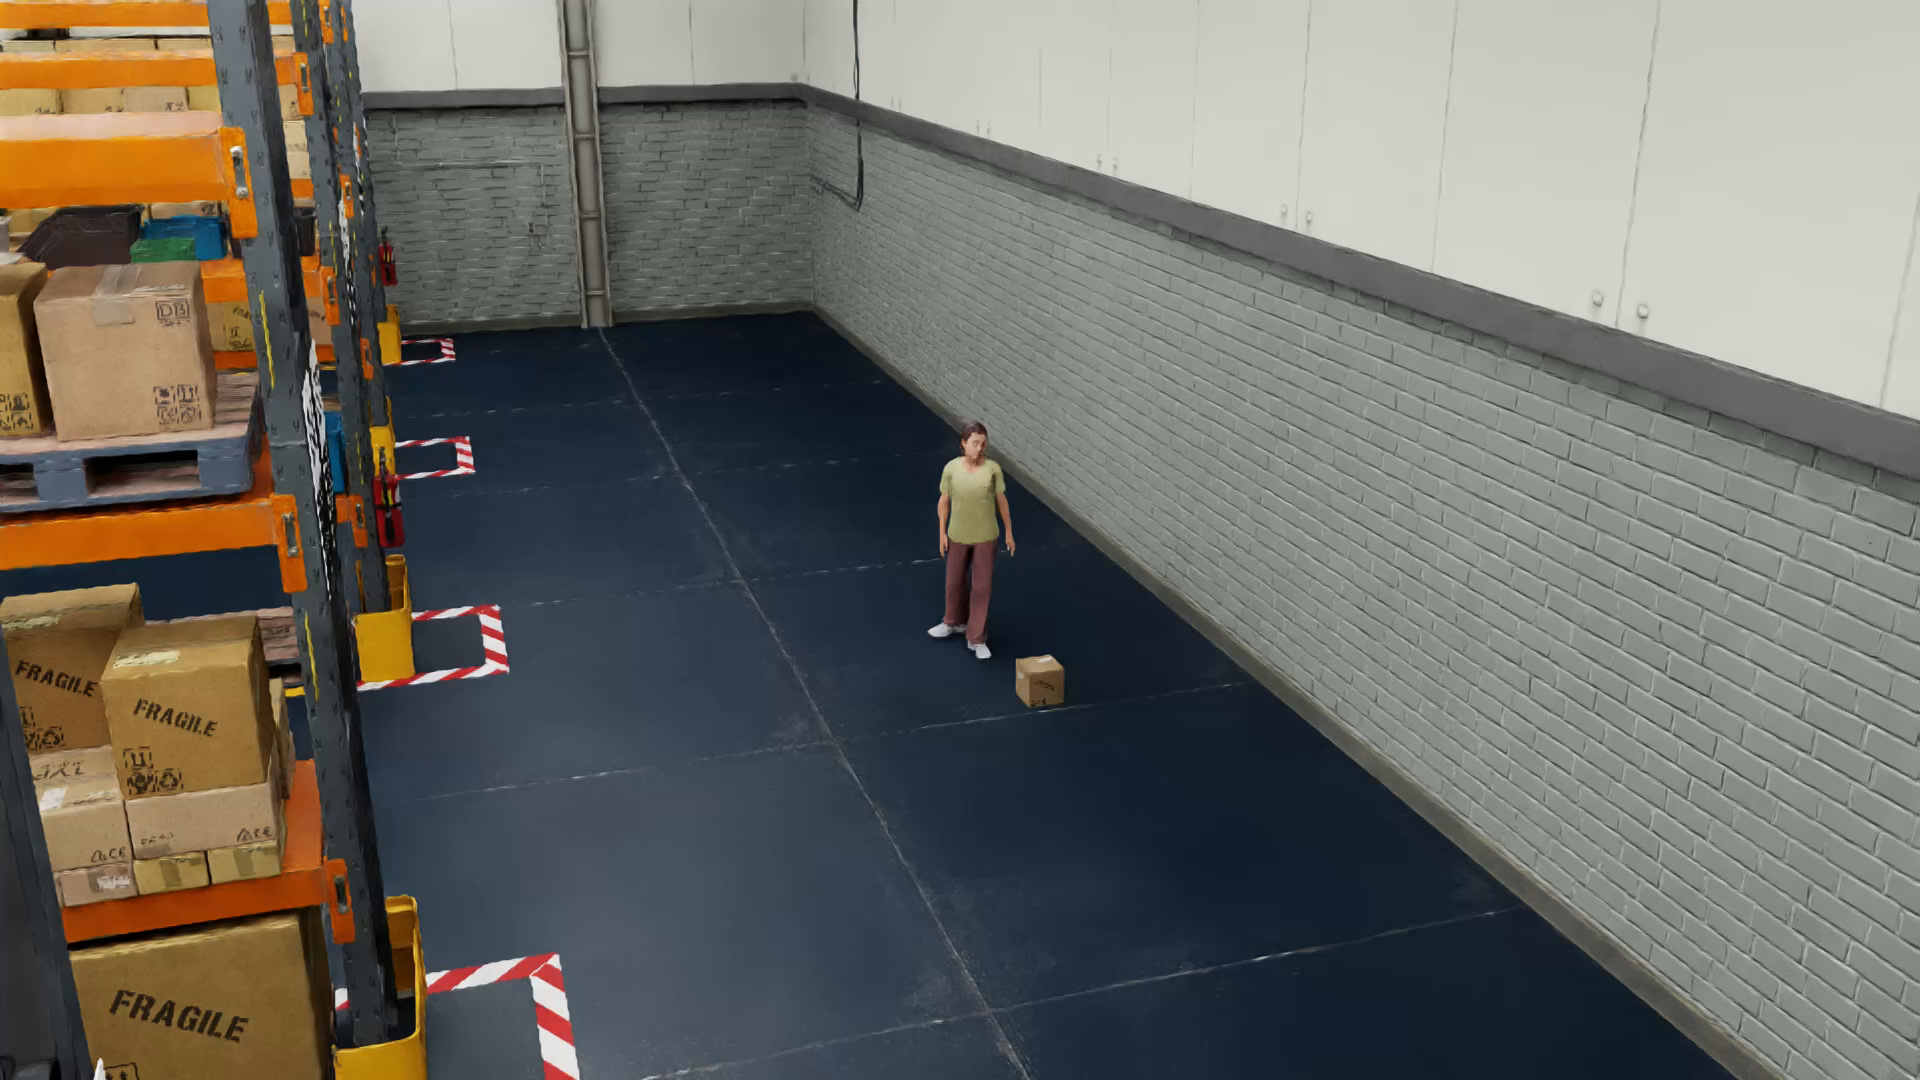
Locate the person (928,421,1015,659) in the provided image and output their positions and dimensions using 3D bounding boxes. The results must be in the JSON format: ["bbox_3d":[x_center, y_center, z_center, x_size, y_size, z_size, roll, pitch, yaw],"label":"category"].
[{"bbox_3d":[0.074,-0.028,11.657,0.630,1.671,0.528,2,19,5],"label":"person"}]
